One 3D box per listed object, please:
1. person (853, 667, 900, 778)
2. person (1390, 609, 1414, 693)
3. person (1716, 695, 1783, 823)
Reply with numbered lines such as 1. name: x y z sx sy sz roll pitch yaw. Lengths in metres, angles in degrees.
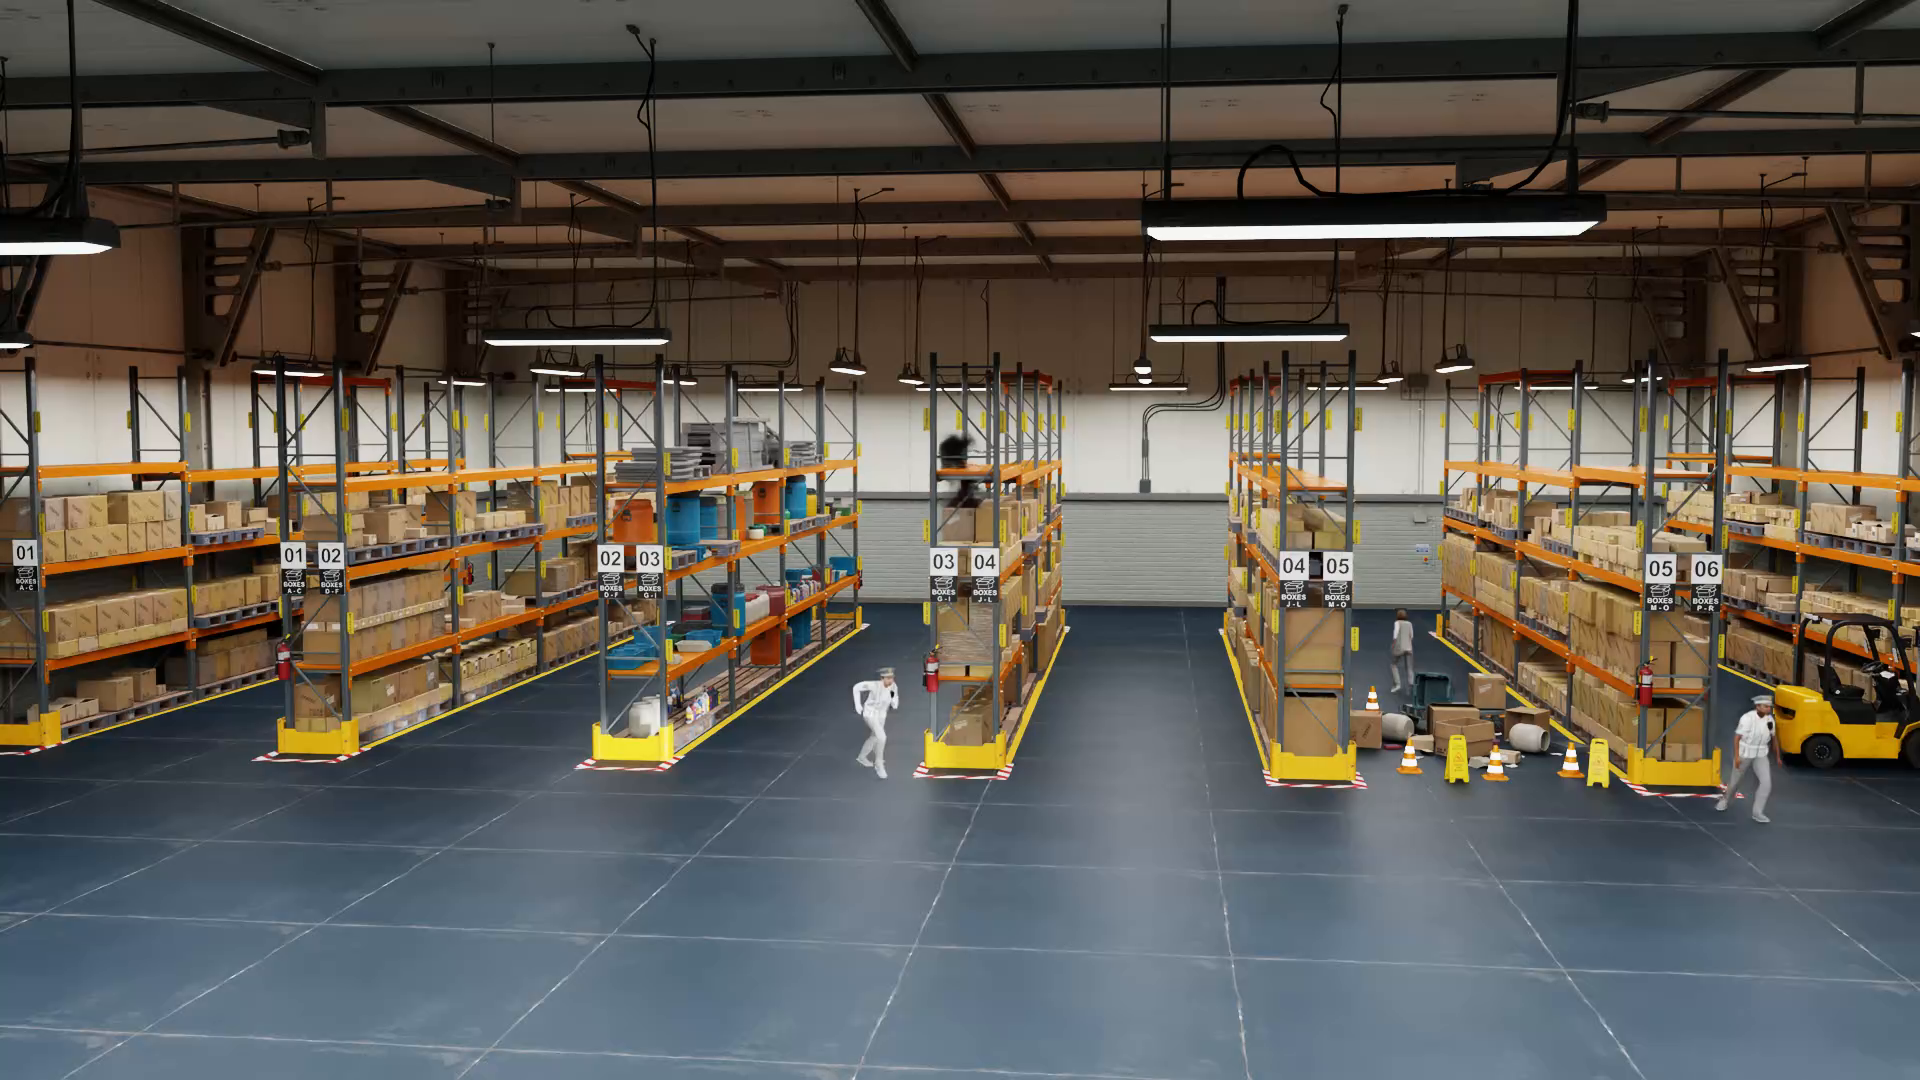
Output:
1. person: -1.226 2.574 23.636 0.662 1.608 0.939 -3 5 -35
2. person: 8.167 2.064 30.682 0.529 1.546 0.899 -1 4 -7
3. person: 10.013 2.713 21.088 0.617 1.607 0.802 0 4 -5
